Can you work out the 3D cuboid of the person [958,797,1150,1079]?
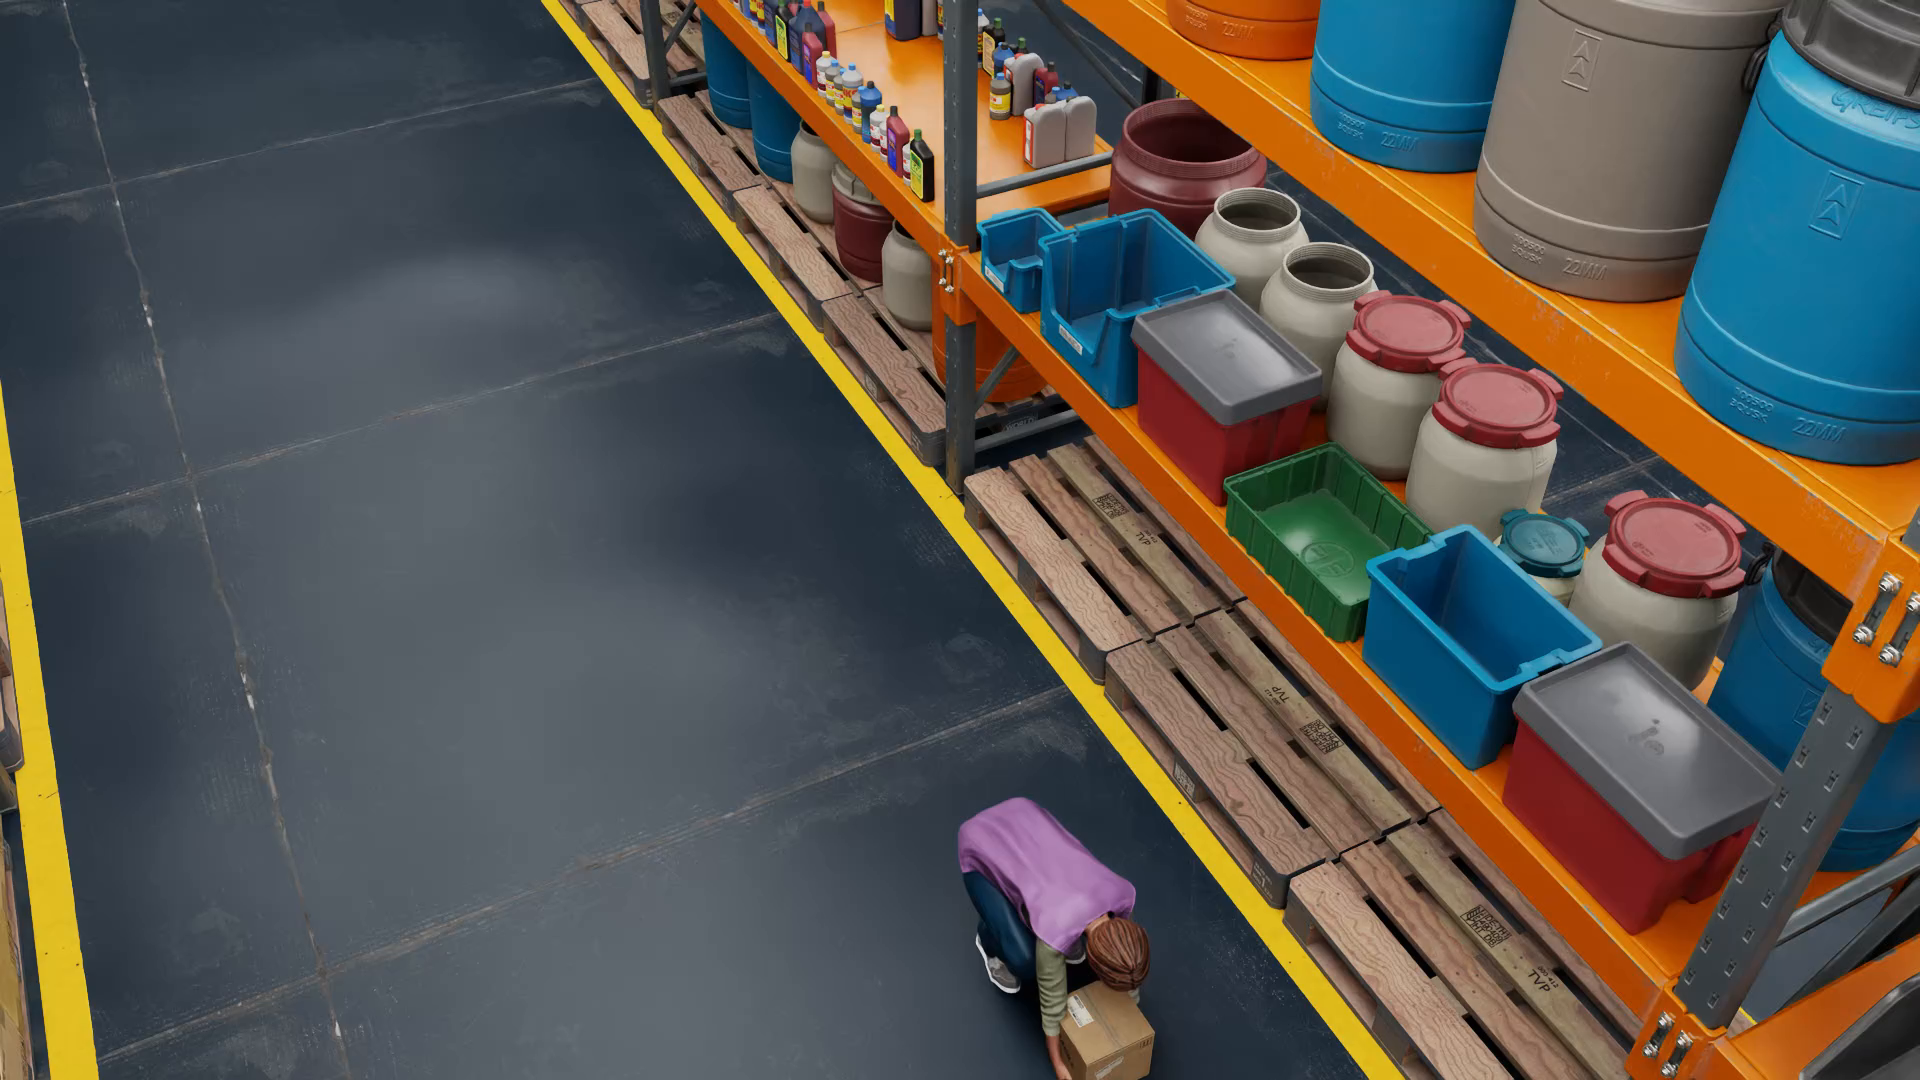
[{"bbox_3d":[0.308,1.270,5.449,0.421,0.694,0.863,-20,46,-21],"label":"person"}]
